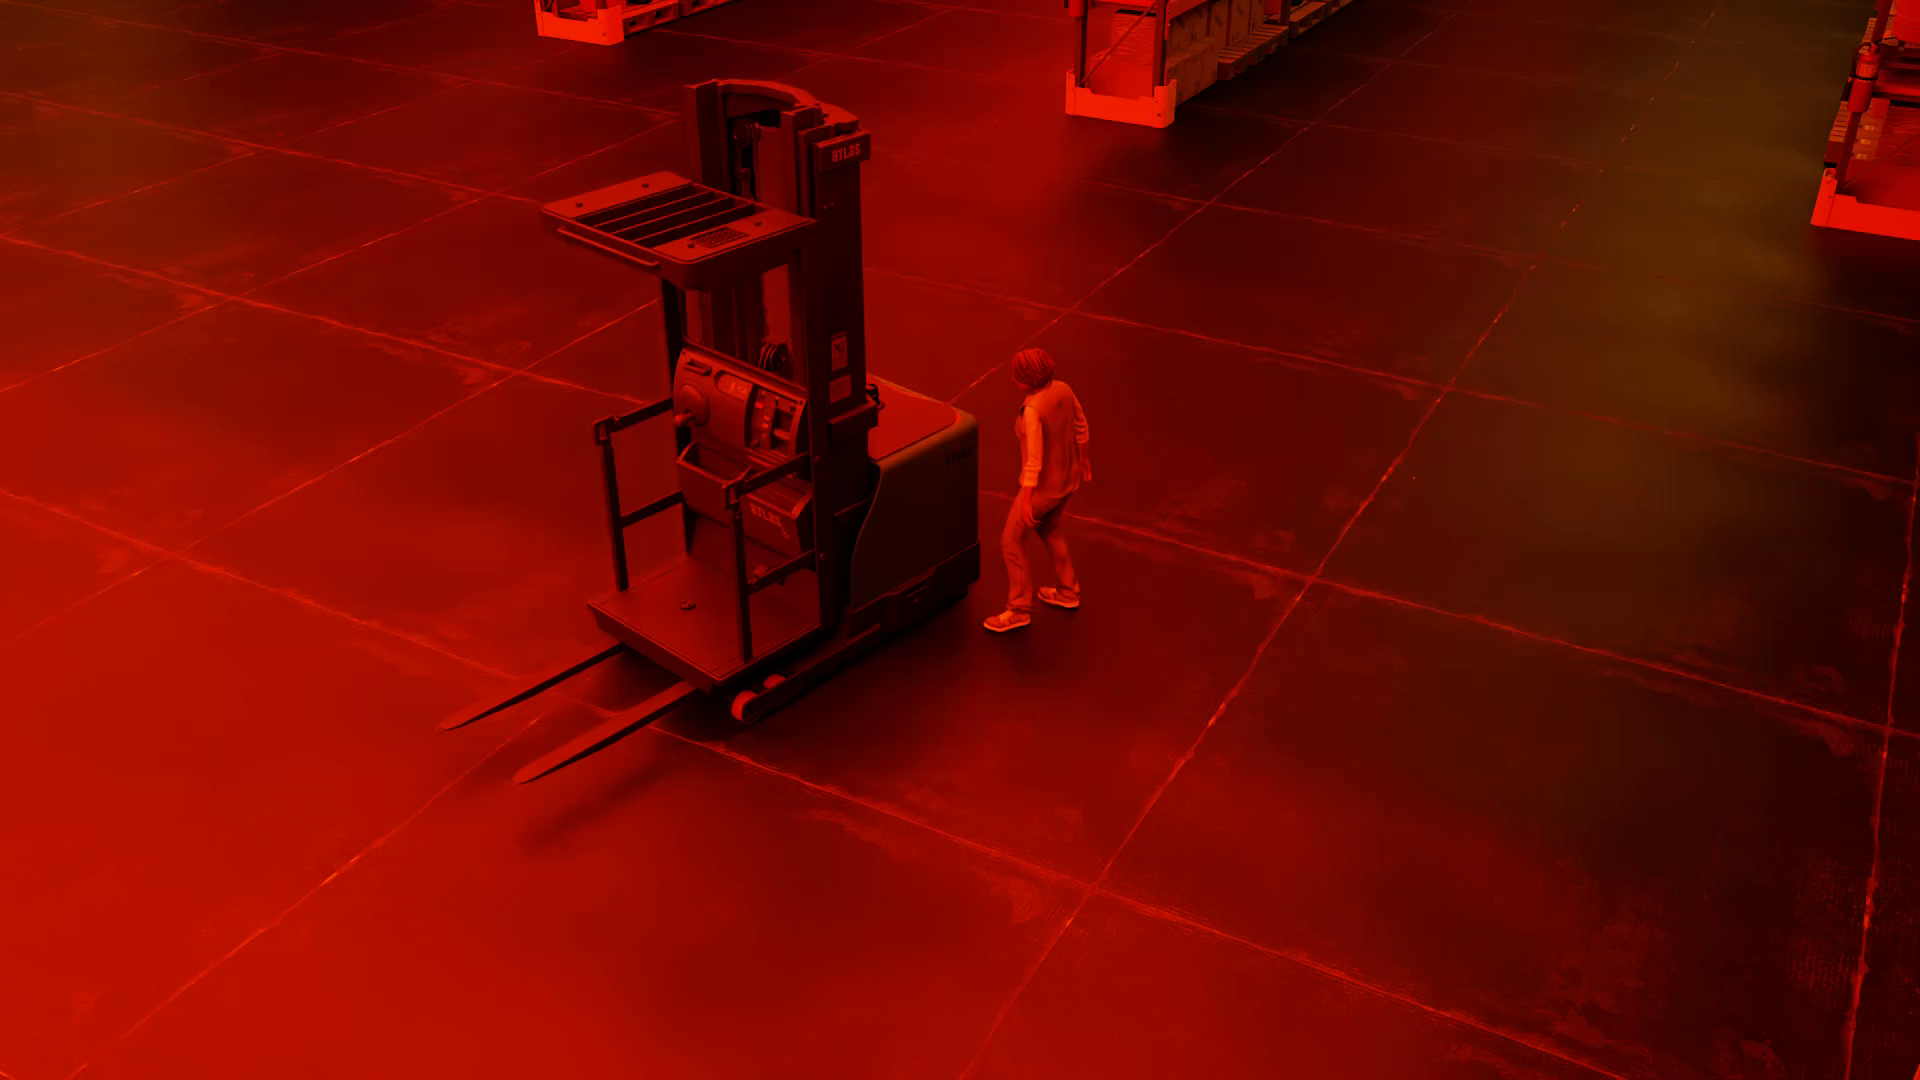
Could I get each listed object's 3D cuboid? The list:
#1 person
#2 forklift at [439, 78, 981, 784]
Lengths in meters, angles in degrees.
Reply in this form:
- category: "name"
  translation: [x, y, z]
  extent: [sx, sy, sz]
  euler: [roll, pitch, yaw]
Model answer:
- category: "person"
  translation: [0.448, -0.283, 8.949]
  extent: [0.388, 1.565, 0.732]
  euler: [18, 35, 28]
- category: "forklift"
  translation: [-1.248, -0.630, 8.162]
  extent: [1.130, 2.935, 3.031]
  euler: [24, 38, 36]
